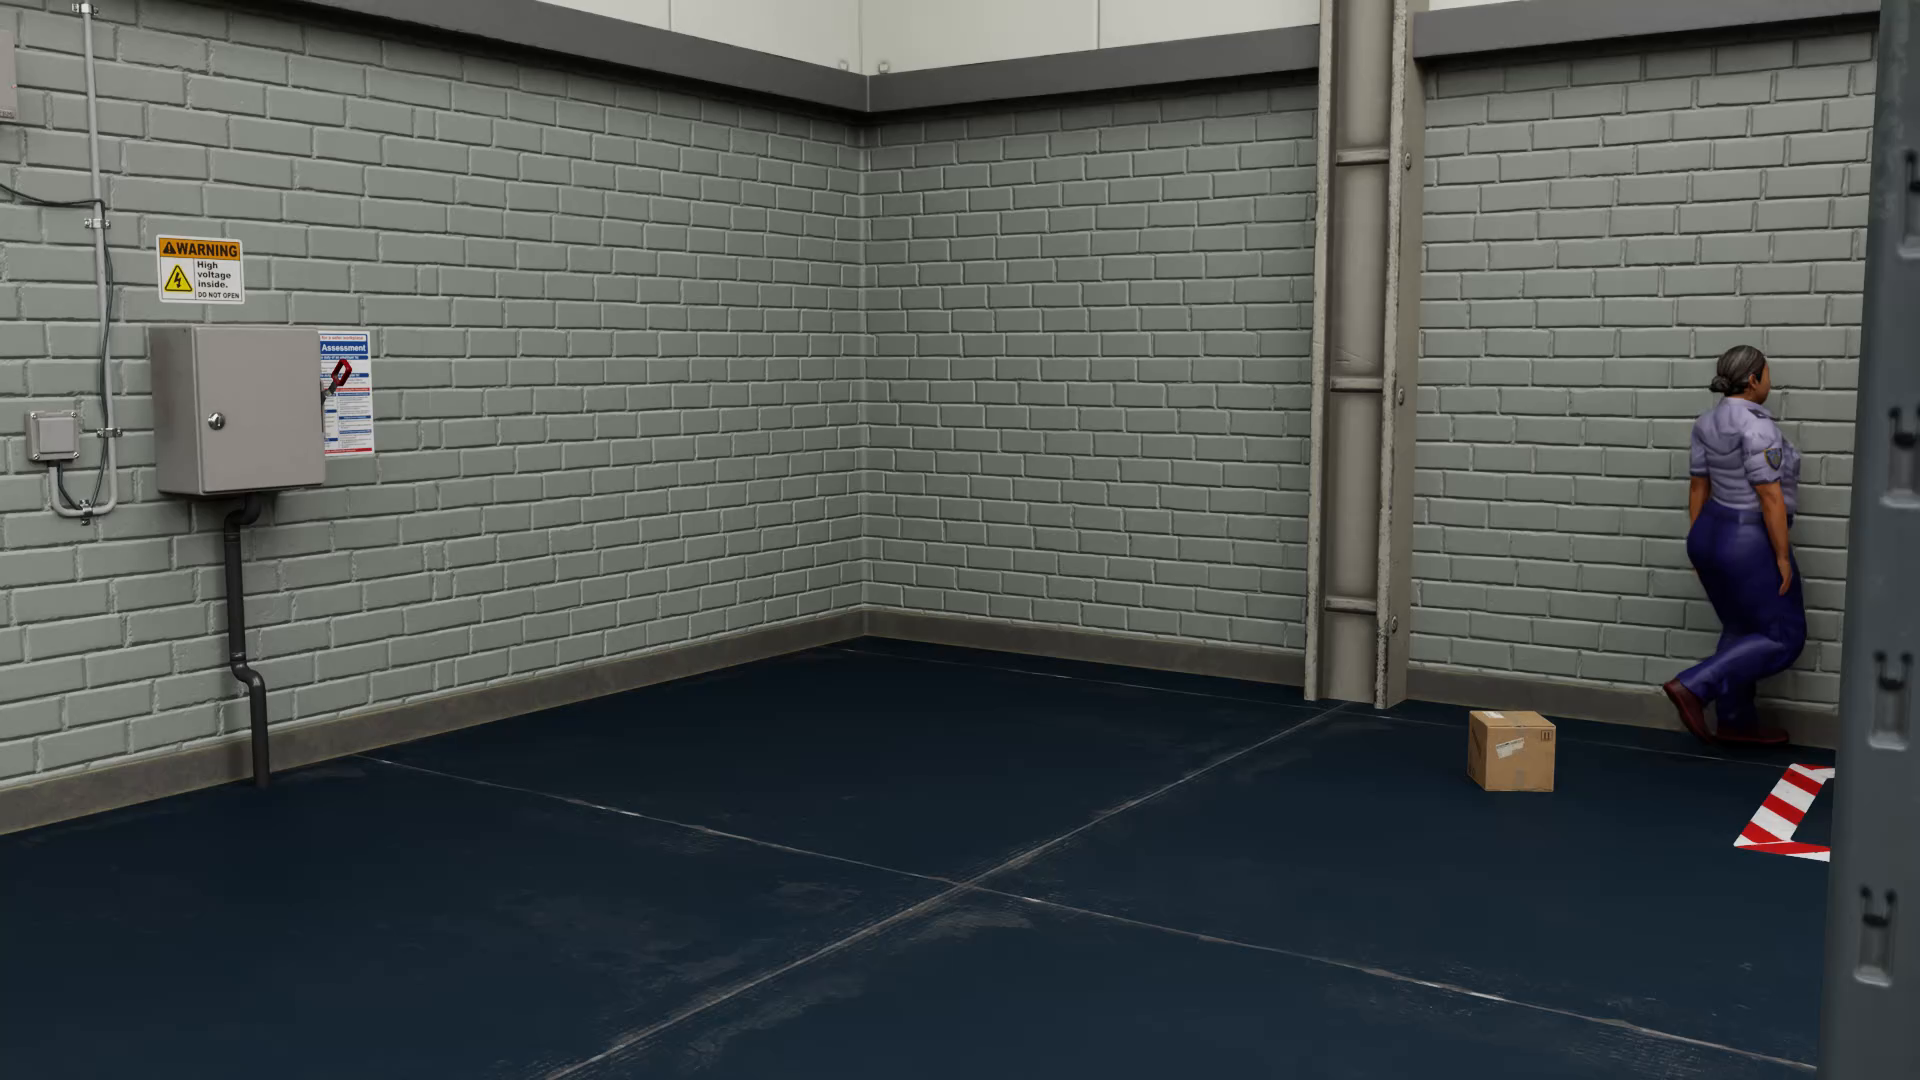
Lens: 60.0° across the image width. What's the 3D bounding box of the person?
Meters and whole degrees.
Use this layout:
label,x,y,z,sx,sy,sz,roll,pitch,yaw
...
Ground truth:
label,x,y,z,sx,sy,sz,roll,pitch,yaw
person,3.102,0.042,6.628,0.662,1.627,0.494,-1,6,-6
